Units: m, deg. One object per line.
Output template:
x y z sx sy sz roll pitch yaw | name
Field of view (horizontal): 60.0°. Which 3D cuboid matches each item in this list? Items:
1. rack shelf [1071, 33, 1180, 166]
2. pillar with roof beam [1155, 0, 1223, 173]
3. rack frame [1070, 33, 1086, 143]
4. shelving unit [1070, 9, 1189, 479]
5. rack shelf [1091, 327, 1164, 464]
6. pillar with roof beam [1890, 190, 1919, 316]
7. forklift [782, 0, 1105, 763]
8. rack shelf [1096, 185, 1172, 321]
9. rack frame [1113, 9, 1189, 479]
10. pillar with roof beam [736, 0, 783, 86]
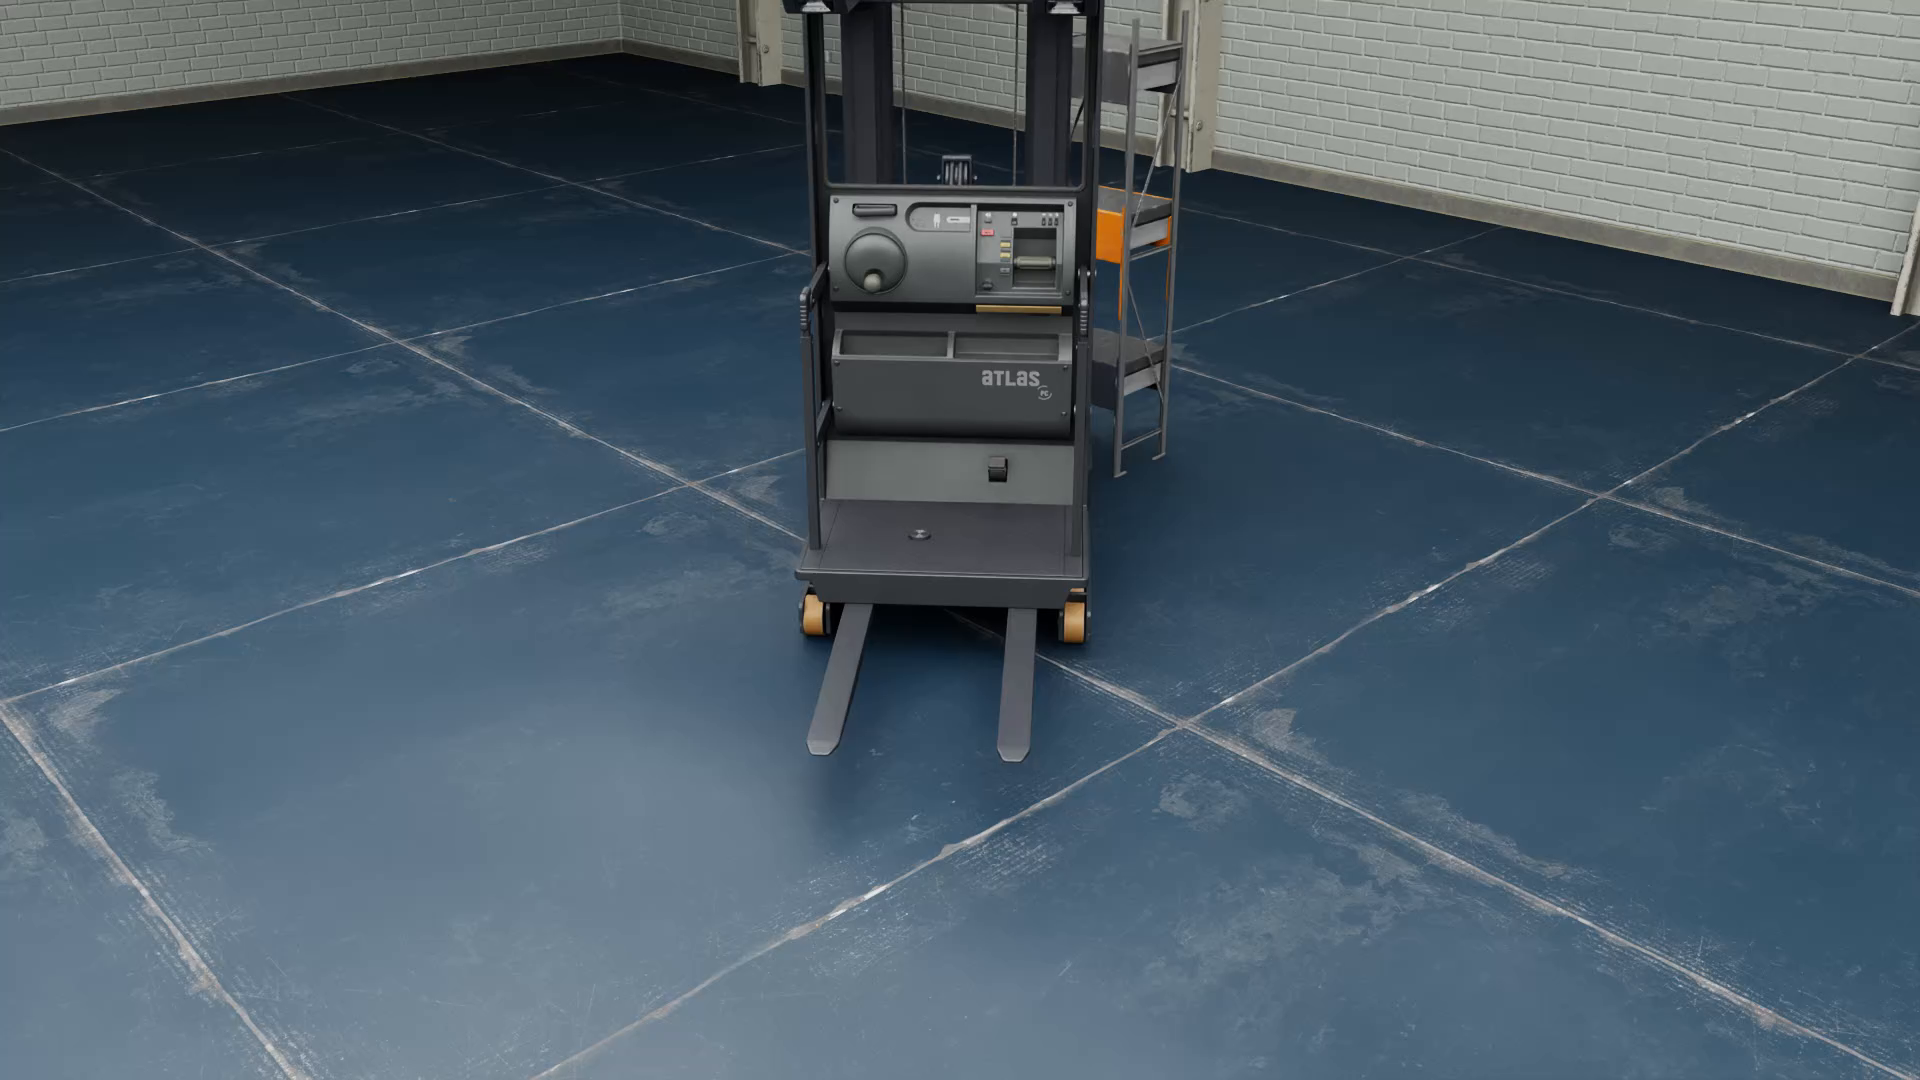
0.685 -2.000 7.451 0.480 0.518 0.431 20 32 37 | rack shelf
-1.220 -6.080 9.734 9.100 9.000 0.400 -21 32 -38 | pillar with roof beam
0.503 -1.443 7.884 0.015 2.100 0.400 20 32 37 | rack frame
0.685 -1.376 7.735 0.503 2.100 0.431 20 32 37 | shelving unit
0.685 -0.726 8.032 0.480 0.518 0.431 20 32 37 | rack shelf
2.881 -4.262 5.750 9.100 9.000 0.400 -21 32 -38 | pillar with roof beam
-0.041 -1.075 6.074 1.130 2.935 3.031 2 25 3 | forklift
0.685 -1.363 7.741 0.480 0.518 0.431 20 32 37 | rack shelf
0.866 -1.308 7.587 0.015 2.100 0.400 20 32 37 | rack frame
-5.321 -7.897 13.719 9.100 9.000 0.400 -21 32 -38 | pillar with roof beam
